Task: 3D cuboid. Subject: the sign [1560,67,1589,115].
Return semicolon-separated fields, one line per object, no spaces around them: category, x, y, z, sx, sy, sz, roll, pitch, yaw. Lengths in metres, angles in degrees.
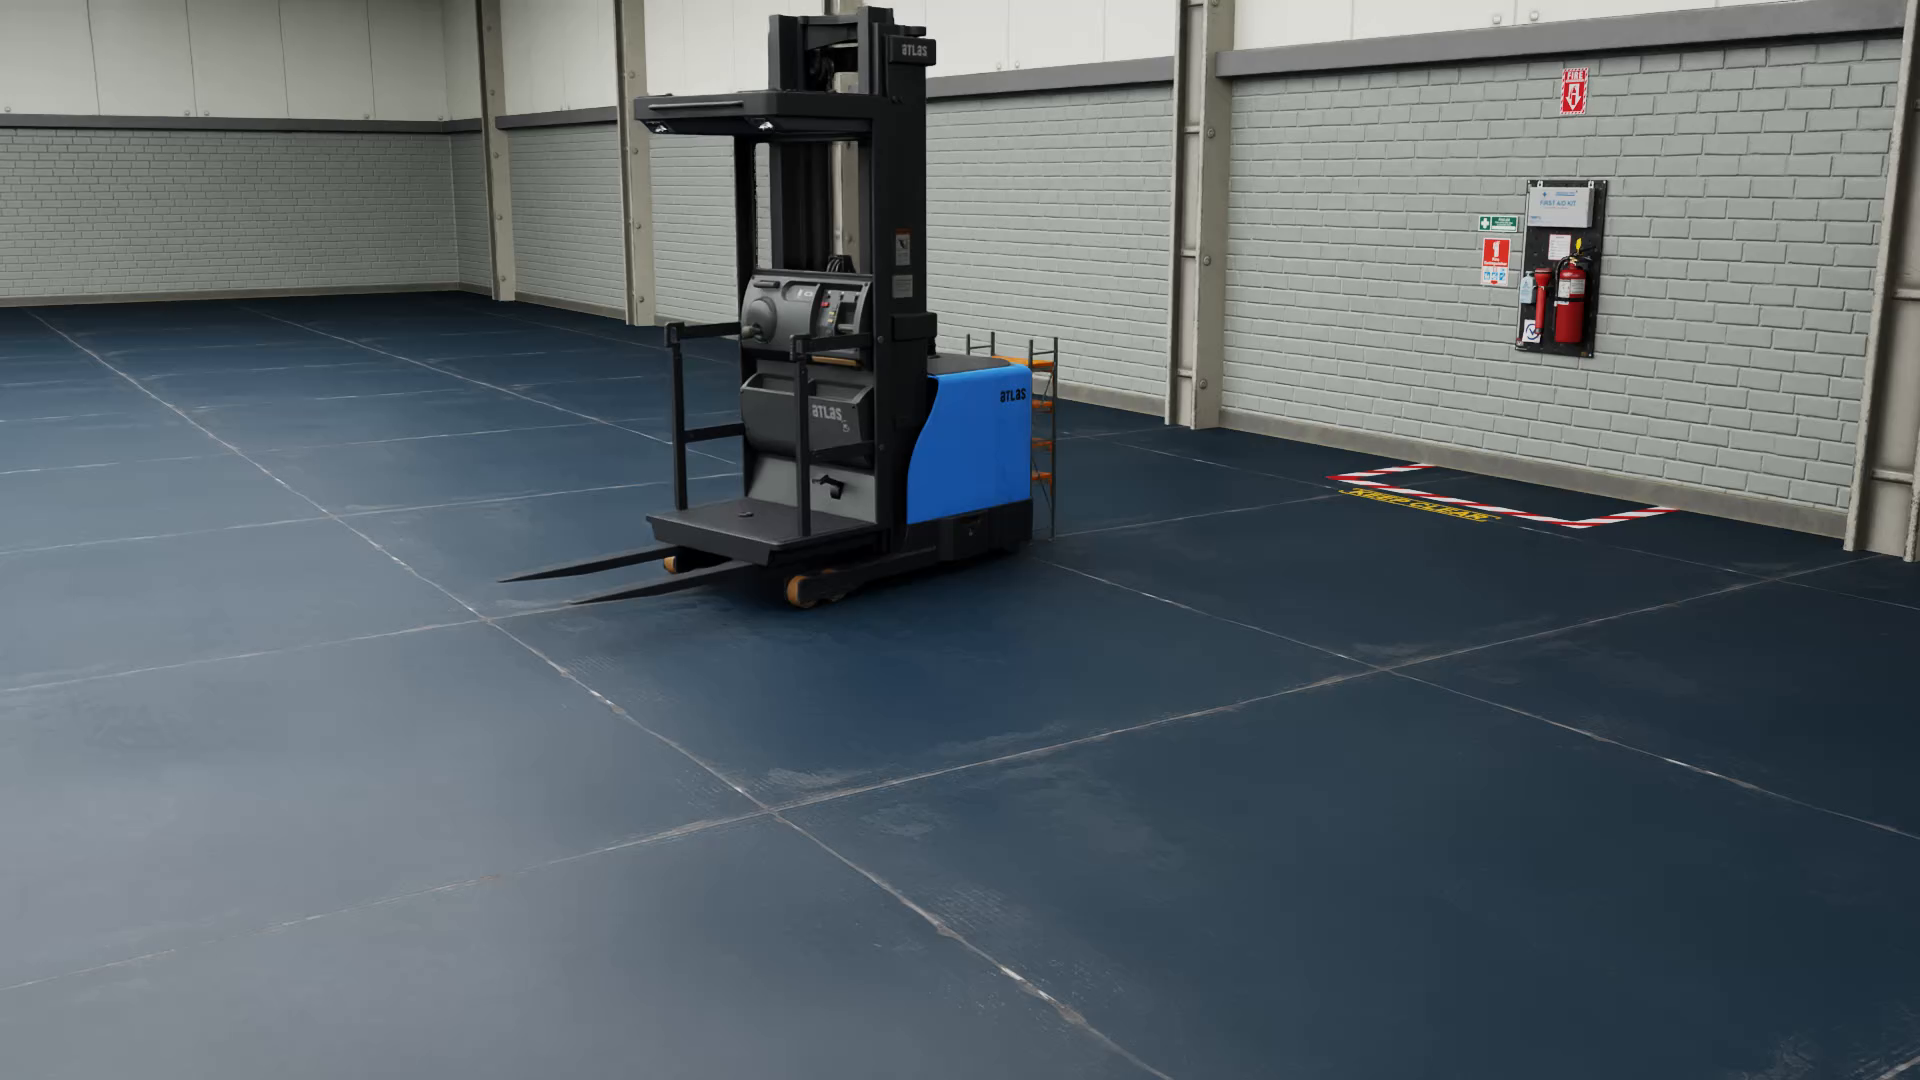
sign;4.082;-2.984;11.057;0.001;0.298;0.199;-8;15;-33

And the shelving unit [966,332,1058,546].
shelving unit;0.299;-0.605;9.817;0.503;1.200;0.258;11;17;42

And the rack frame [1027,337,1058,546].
rack frame;0.477;-0.569;9.654;0.015;1.200;0.240;11;17;42

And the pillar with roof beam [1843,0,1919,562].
pillar with roof beam;1.757;-3.815;6.243;9.100;9.000;0.400;-8;15;-33

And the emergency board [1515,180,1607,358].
emergency board;4.004;-1.838;11.245;0.194;1.169;0.643;-8;15;-33

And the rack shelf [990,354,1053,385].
rack shelf;0.300;-0.989;9.733;0.480;0.148;0.258;11;17;42

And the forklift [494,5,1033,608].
forklift;-0.954;-1.214;8.552;1.130;2.935;3.031;11;17;42

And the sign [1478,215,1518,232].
sign;3.778;-2.223;11.681;0.001;0.109;0.331;-8;15;-33

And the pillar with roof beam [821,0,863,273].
pillar with roof beam;-4.891;-5.949;16.002;9.100;9.000;0.400;-8;15;-33

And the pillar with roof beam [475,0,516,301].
pillar with roof beam;-11.540;-8.083;25.762;9.100;9.000;0.400;-8;15;-33

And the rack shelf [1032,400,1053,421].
rack shelf;0.299;-0.758;9.784;0.480;0.148;0.258;11;17;42

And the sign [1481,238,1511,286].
sign;3.783;-1.966;11.746;0.001;0.329;0.234;-8;15;-33

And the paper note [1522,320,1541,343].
paper note;3.963;-1.447;11.520;0.016;0.148;0.142;-8;15;-33

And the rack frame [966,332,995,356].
rack frame;0.121;-0.640;9.979;0.015;1.200;0.240;11;17;42

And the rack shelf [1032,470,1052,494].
rack shelf;0.299;-0.345;9.873;0.480;0.148;0.258;11;17;42

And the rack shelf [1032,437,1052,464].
rack shelf;0.299;-0.539;9.831;0.480;0.148;0.258;11;17;42

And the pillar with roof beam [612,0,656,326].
pillar with roof beam;-8.215;-7.016;20.882;9.100;9.000;0.400;-8;15;-33

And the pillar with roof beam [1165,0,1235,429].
pillar with roof beam;-1.567;-4.882;11.123;9.100;9.000;0.400;-8;15;-33
